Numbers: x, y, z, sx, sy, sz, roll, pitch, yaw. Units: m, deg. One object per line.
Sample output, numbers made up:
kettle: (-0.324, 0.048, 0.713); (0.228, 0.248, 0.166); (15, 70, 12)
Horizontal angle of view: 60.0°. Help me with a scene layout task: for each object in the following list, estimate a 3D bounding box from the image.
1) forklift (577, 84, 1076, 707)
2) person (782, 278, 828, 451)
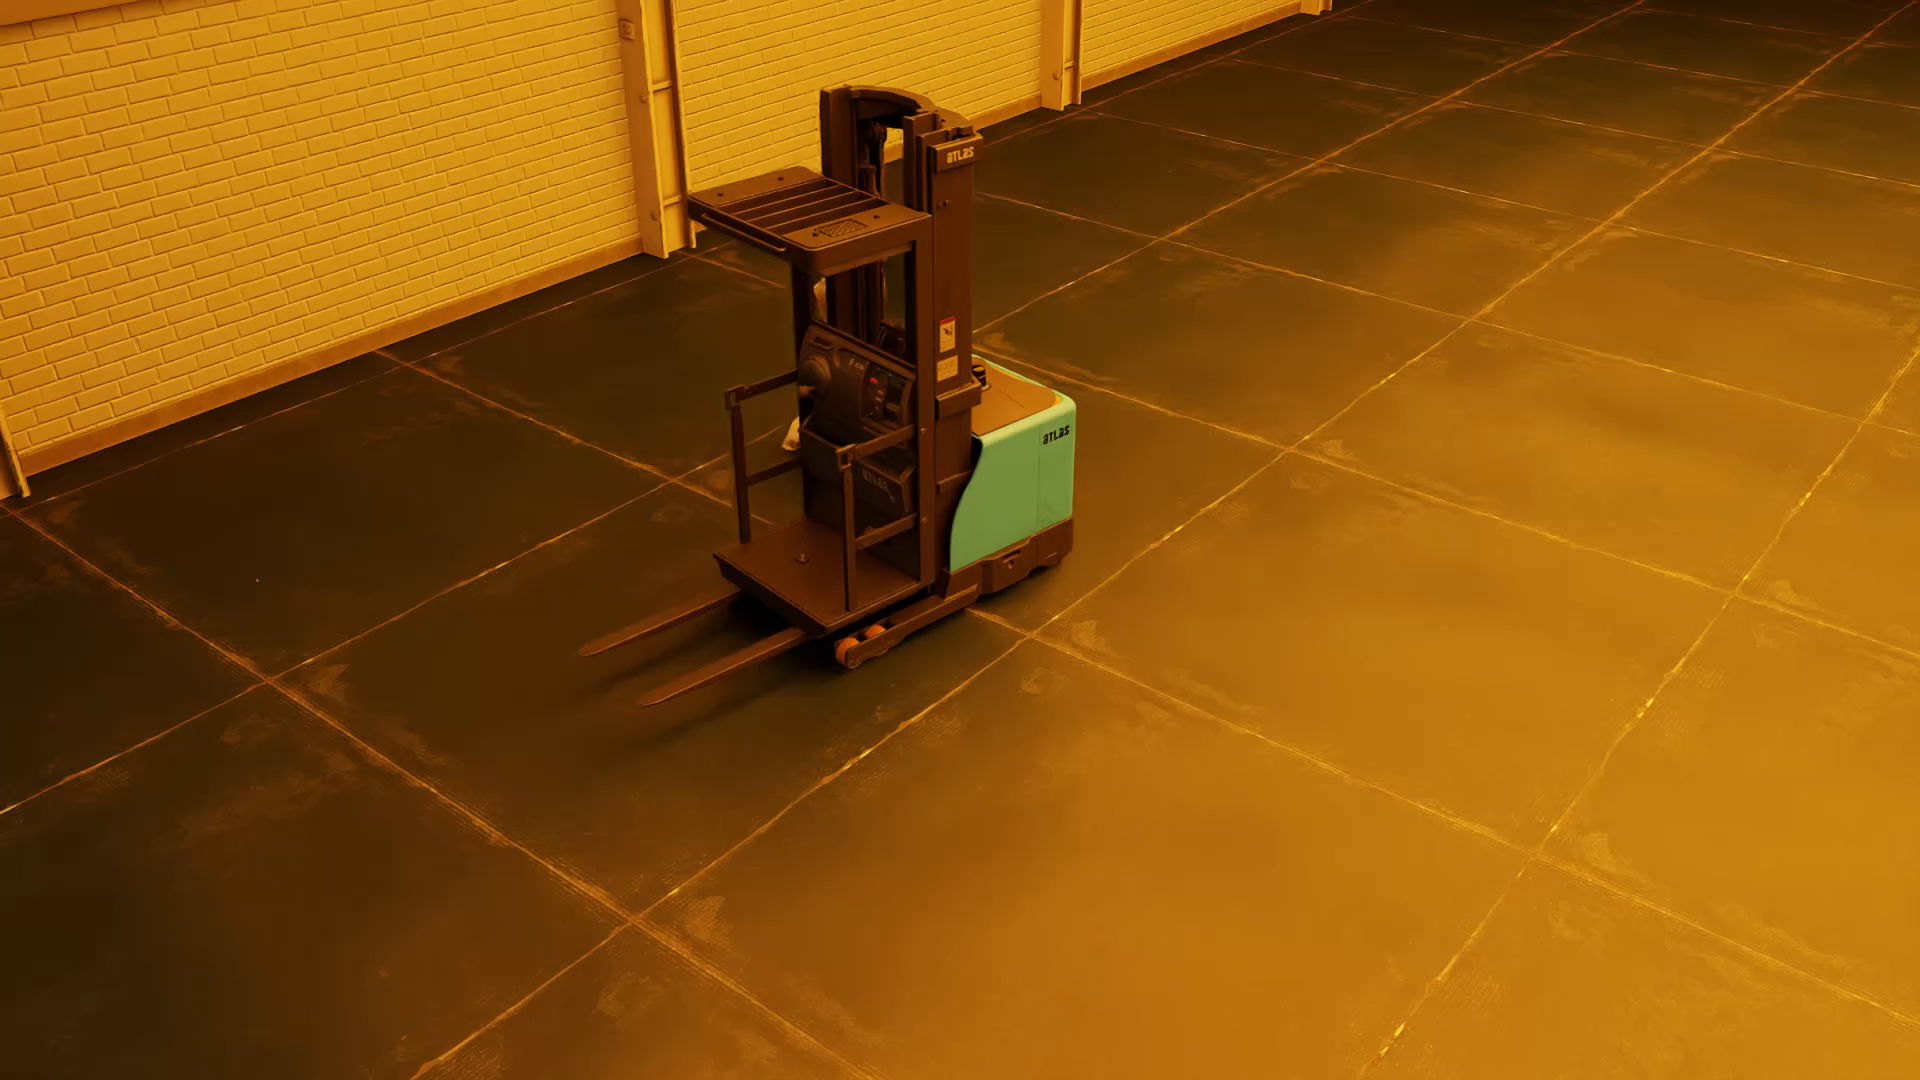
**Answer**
forklift: (-0.731, -0.848, 9.046); (3.031, 2.935, 1.130); (-24, 38, -35)
person: (-0.624, -1.251, 11.133); (0.981, 1.595, 1.046); (-20, 36, -31)
